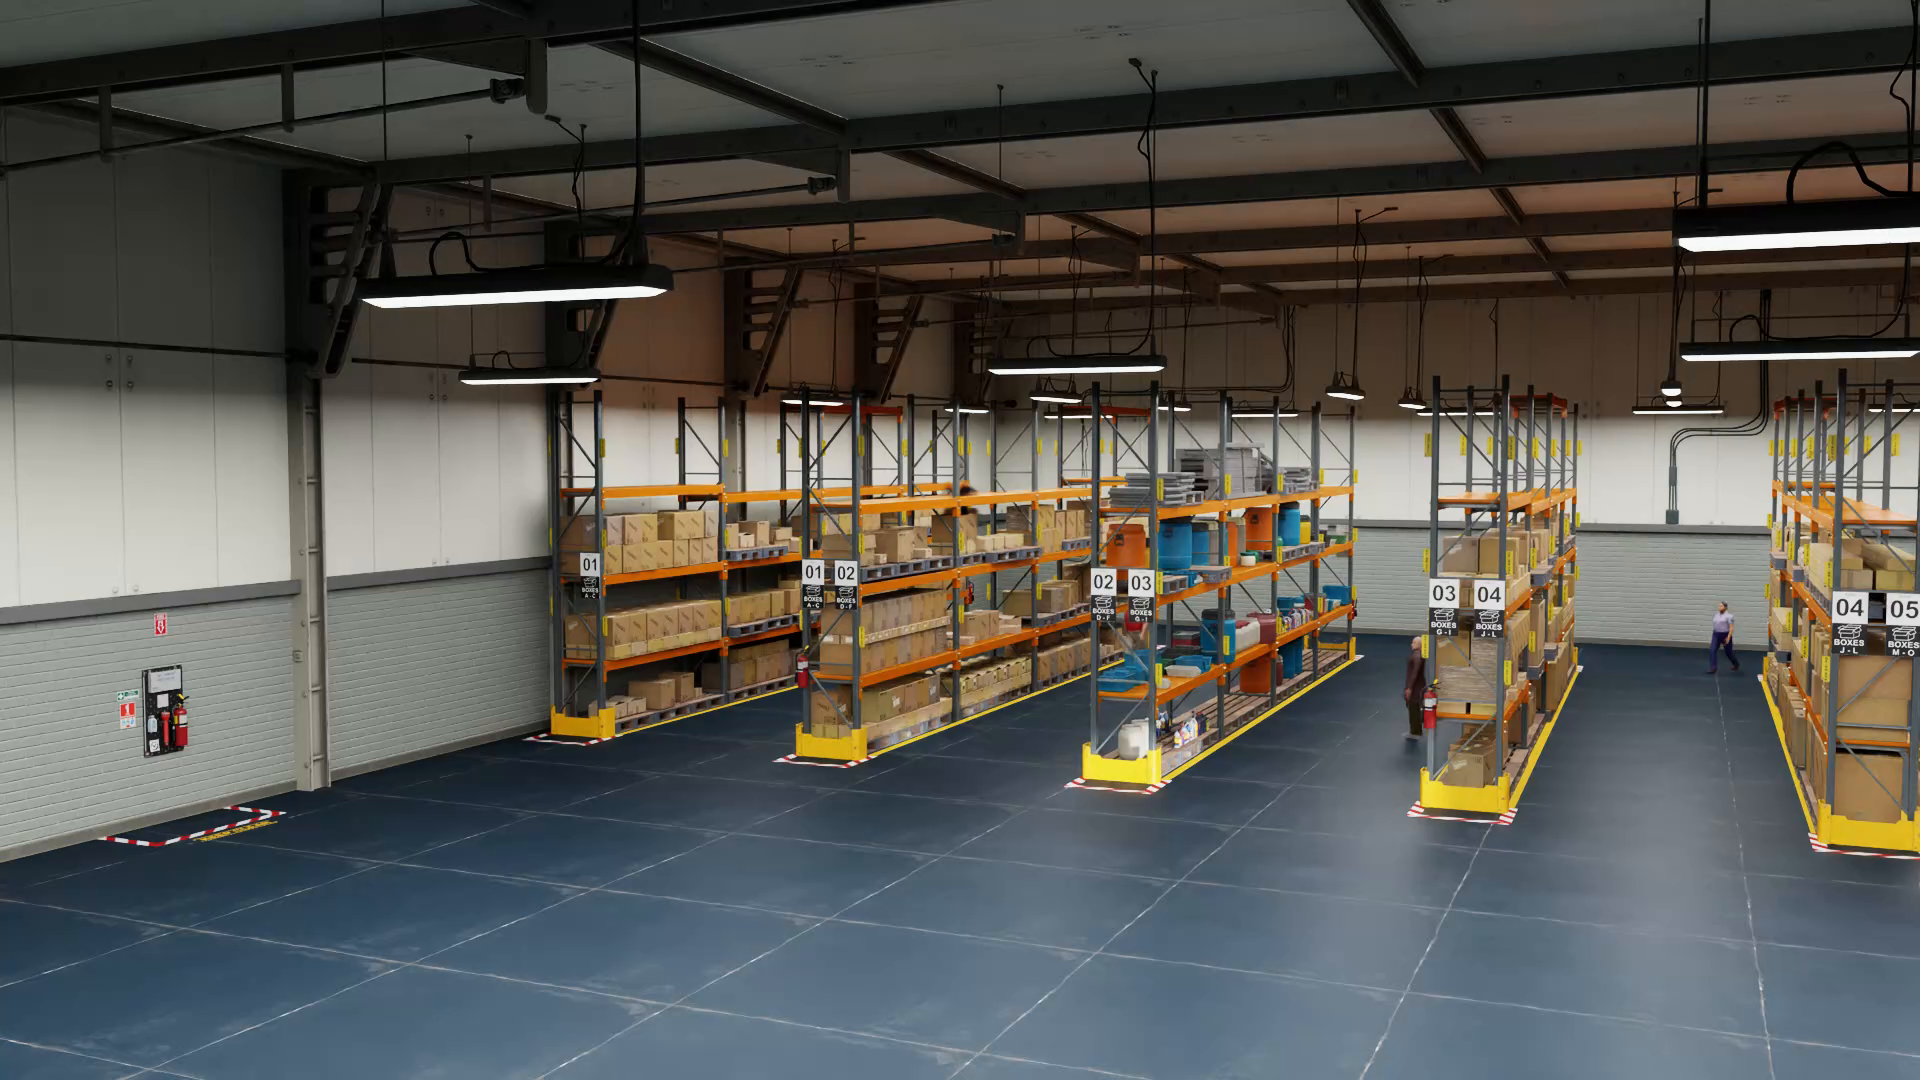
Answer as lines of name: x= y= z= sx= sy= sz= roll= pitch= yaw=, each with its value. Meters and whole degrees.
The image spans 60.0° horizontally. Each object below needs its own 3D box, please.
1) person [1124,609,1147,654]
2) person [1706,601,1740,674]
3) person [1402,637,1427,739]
person: x=3.865 y=2.123 z=36.863 sx=0.558 sy=1.675 sz=1.011 roll=1 pitch=3 yaw=21
person: x=16.934 y=2.159 z=36.884 sx=0.924 sy=1.605 sz=0.495 roll=-3 pitch=4 yaw=-42
person: x=7.813 y=2.530 z=28.461 sx=0.567 sy=1.767 sz=0.613 roll=2 pitch=4 yaw=38
